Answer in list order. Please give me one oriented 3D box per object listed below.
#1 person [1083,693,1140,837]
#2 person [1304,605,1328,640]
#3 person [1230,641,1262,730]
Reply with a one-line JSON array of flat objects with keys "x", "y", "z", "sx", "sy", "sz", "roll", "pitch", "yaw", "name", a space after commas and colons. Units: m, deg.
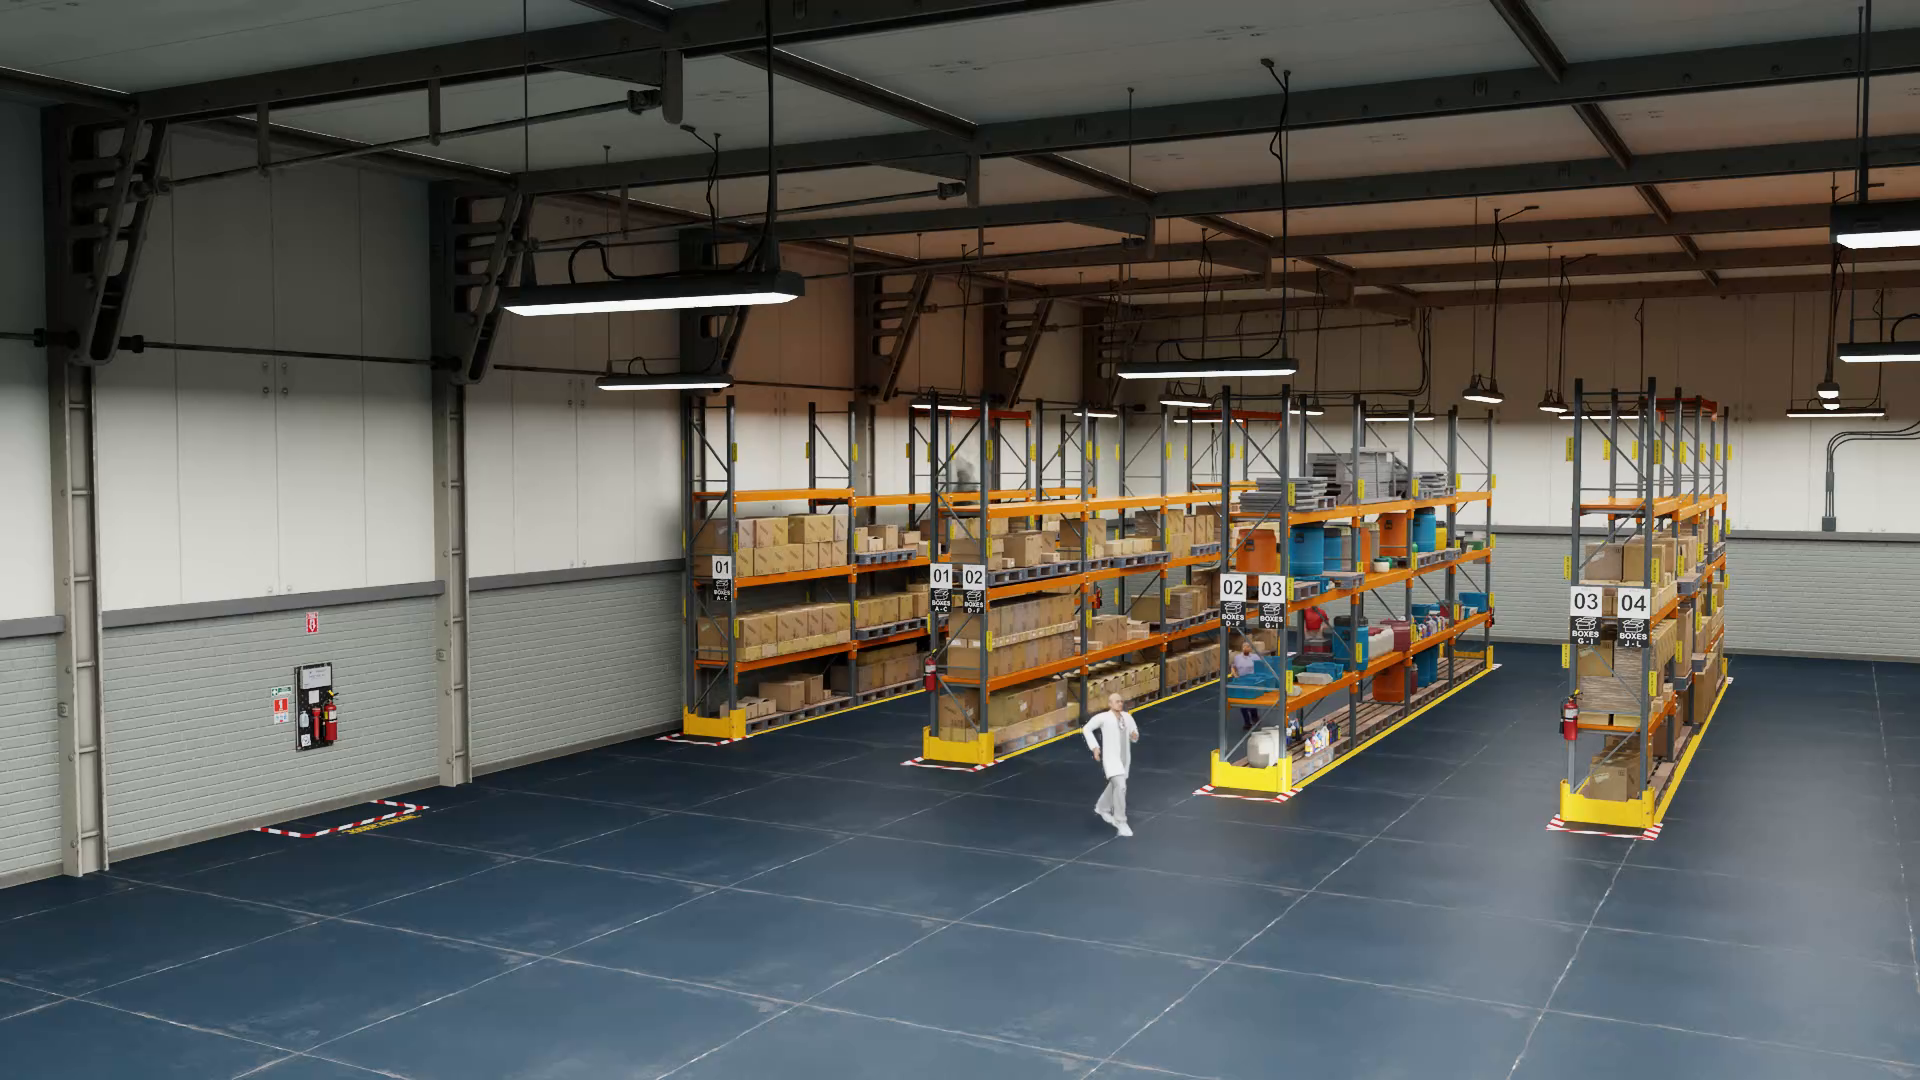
[{"x": 2.049, "y": 2.952, "z": 22.037, "sx": 0.679, "sy": 1.824, "sz": 0.894, "roll": -2, "pitch": 4, "yaw": -37, "name": "person"}, {"x": 8.094, "y": 2.172, "z": 38.028, "sx": 0.641, "sy": 1.675, "sz": 0.626, "roll": 1, "pitch": 3, "yaw": 14, "name": "person"}, {"x": 5.147, "y": 2.622, "z": 29.922, "sx": 0.603, "sy": 1.597, "sz": 0.573, "roll": 1, "pitch": 3, "yaw": 26, "name": "person"}]
